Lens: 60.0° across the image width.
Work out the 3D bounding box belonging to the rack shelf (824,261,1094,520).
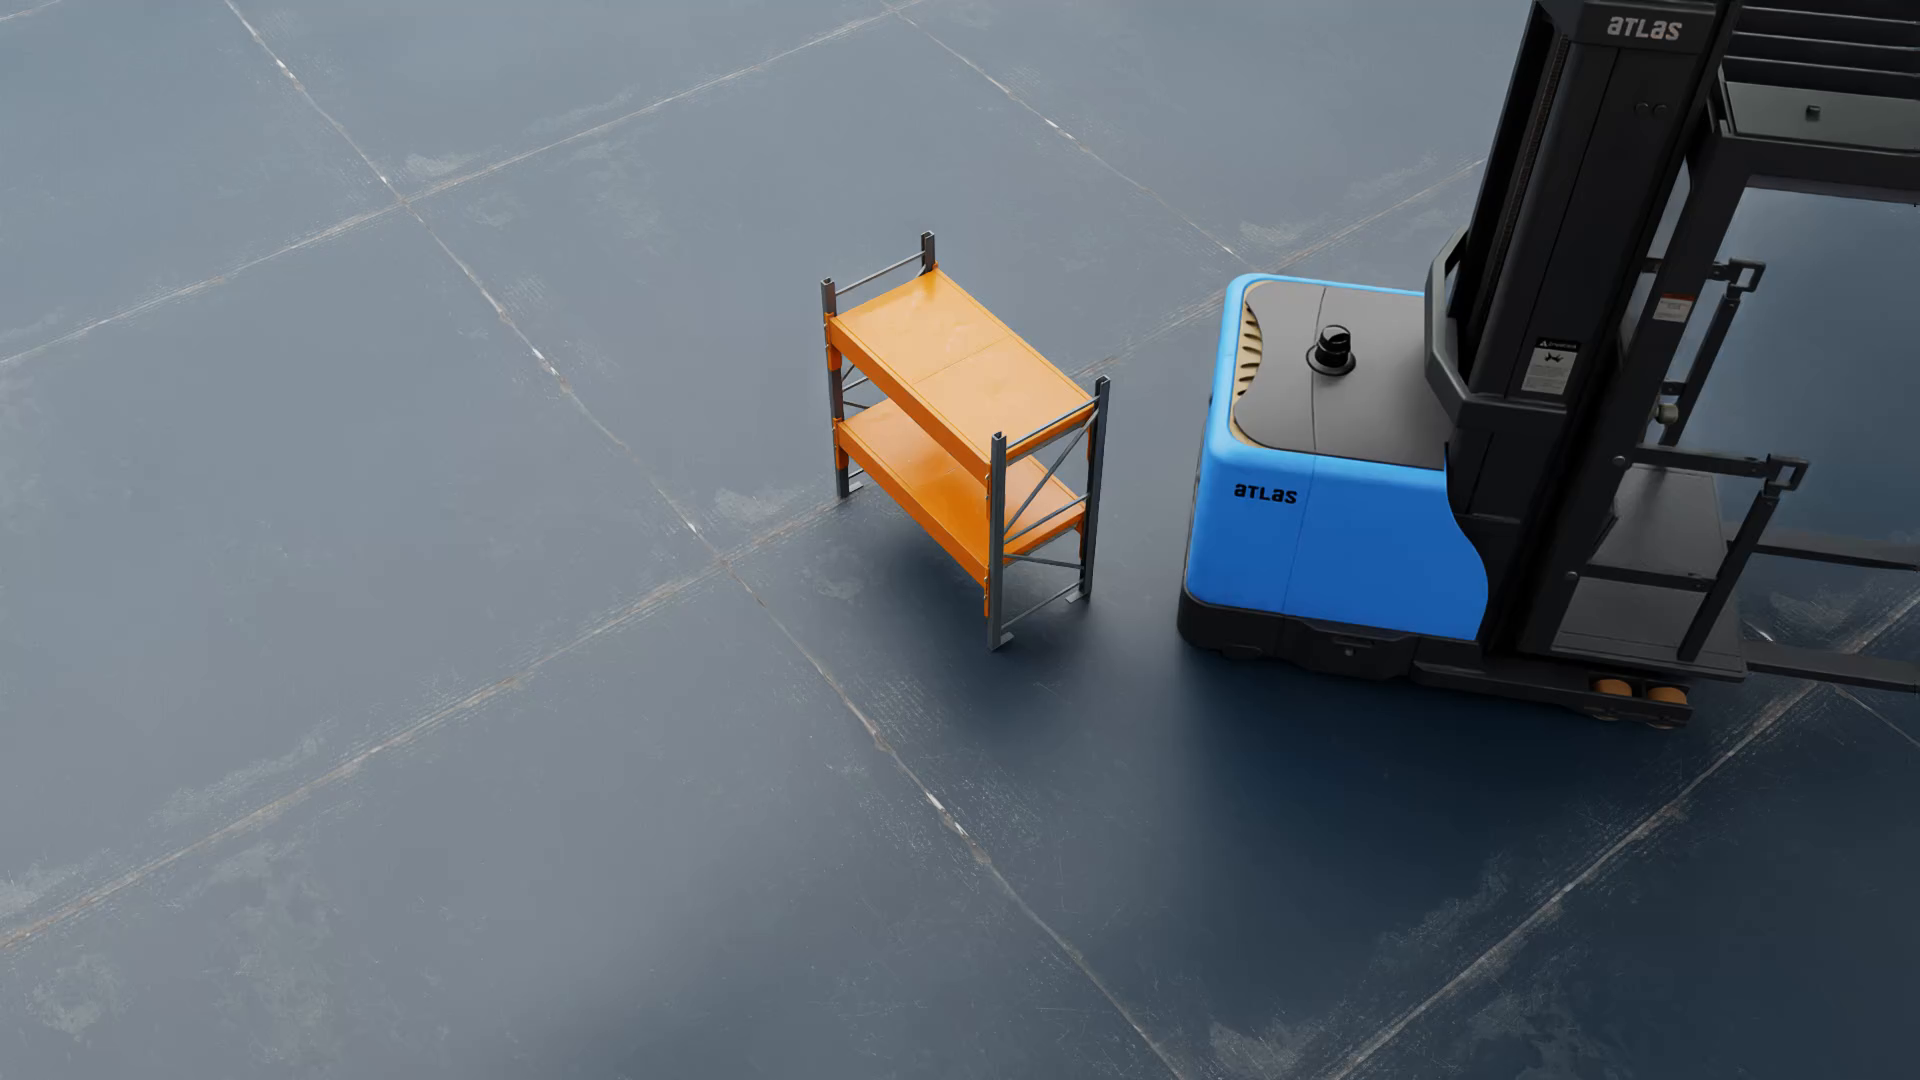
[{"bbox_3d":[0.004,-0.570,6.112,0.538,0.278,1.000,-29,54,-24],"label":"rack shelf"}]

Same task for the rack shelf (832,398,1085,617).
[{"bbox_3d":[0.004,-0.210,6.510,0.538,0.278,1.000,-29,54,-24],"label":"rack shelf"}]

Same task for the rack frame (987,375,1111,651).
[{"bbox_3d":[0.312,-0.074,6.057,0.500,1.125,0.032,-29,54,-24],"label":"rack frame"}]

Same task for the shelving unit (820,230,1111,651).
[{"bbox_3d":[0.004,-0.374,6.328,0.538,1.125,1.048,-29,54,-24],"label":"shelving unit"}]

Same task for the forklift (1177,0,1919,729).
[{"bbox_3d":[2.396,-0.721,5.424,3.031,2.935,1.130,8,48,7],"label":"forklift"}]

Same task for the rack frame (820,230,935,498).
[{"bbox_3d":[-0.304,-0.674,6.600,0.500,1.125,0.032,-29,54,-24],"label":"rack frame"}]
